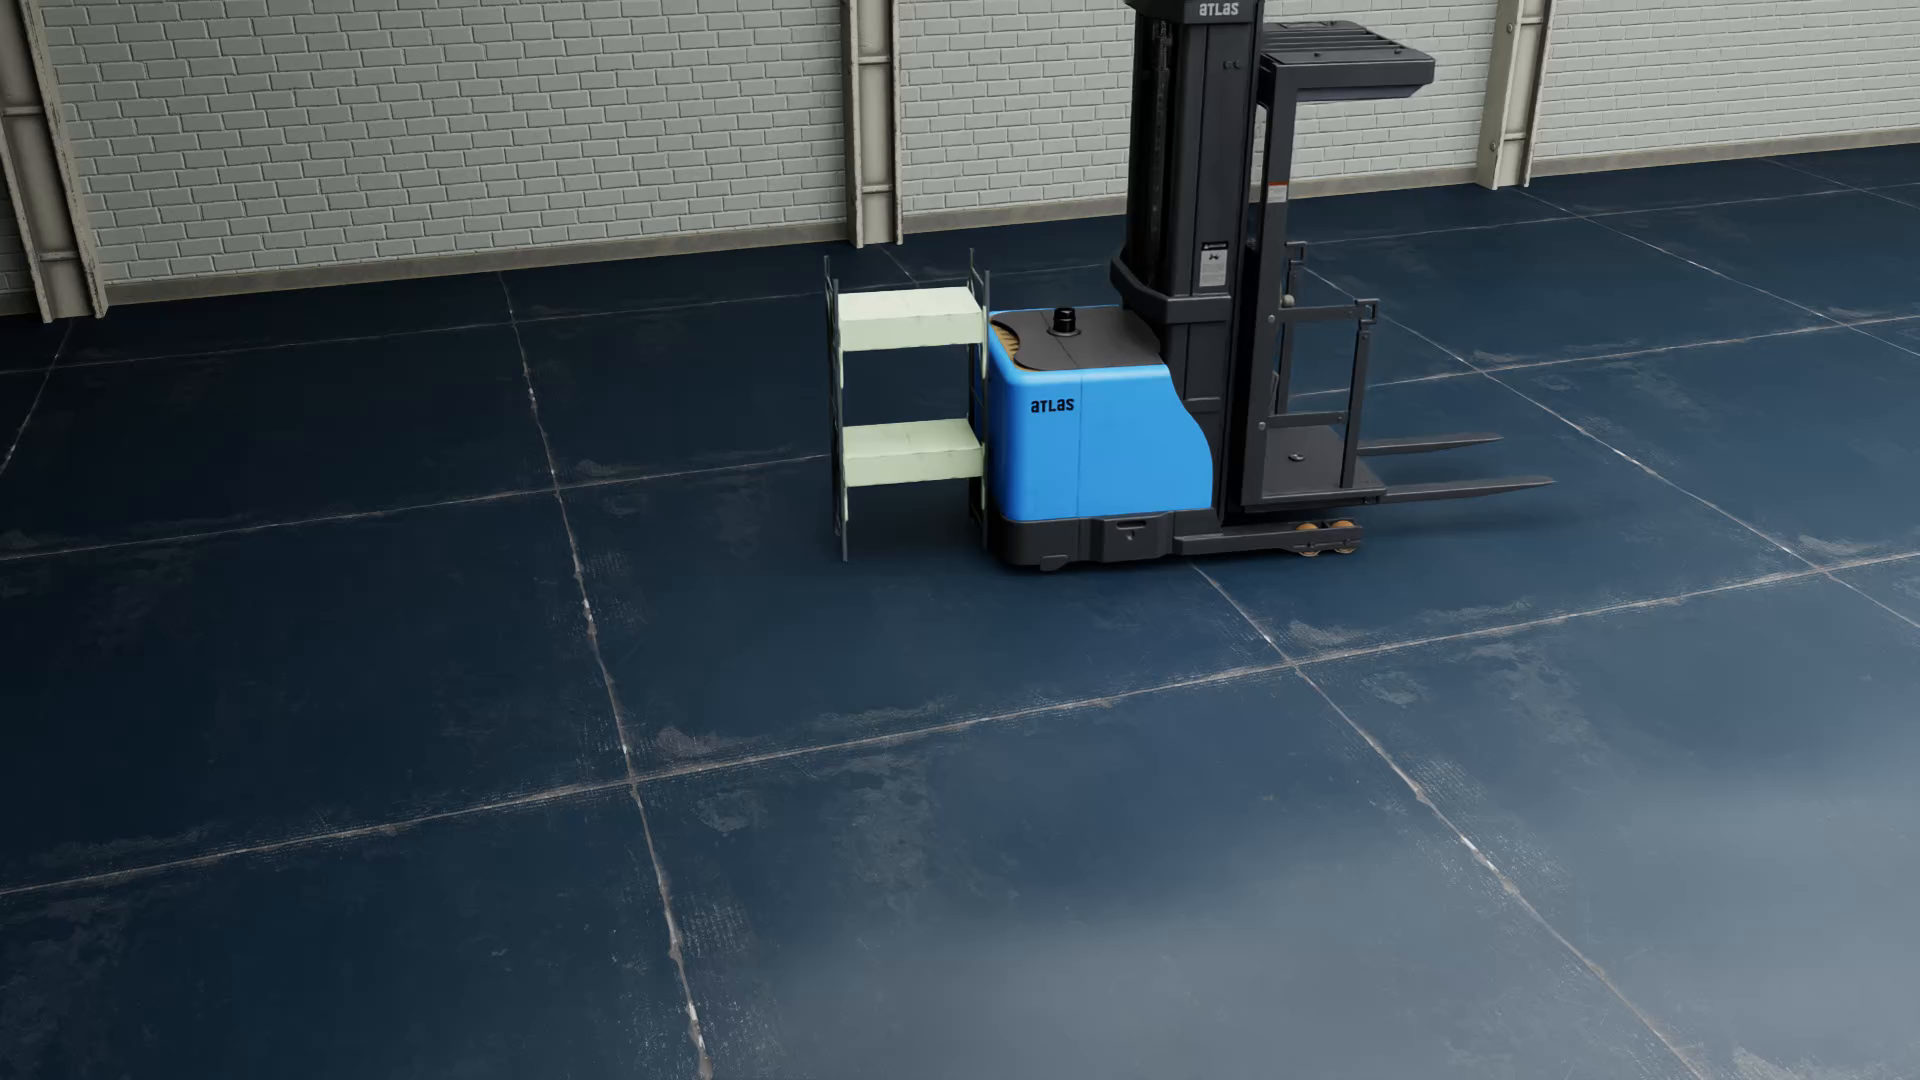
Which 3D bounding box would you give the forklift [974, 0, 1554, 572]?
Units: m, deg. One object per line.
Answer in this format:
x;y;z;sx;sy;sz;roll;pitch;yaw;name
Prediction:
1.625;-1.455;8.384;3.031;2.935;1.130;-4;27;-9;forklift

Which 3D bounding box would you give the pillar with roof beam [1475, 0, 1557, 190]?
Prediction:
6.337;-5.504;9.717;0.400;9.000;9.100;-8;28;-16;pillar with roof beam

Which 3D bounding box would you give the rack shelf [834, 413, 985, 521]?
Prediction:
-0.265;-0.381;8.565;0.720;0.370;0.431;-5;27;-10;rack shelf

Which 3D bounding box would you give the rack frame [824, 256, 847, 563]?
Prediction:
-0.625;-0.643;8.358;0.023;1.500;0.400;-5;27;-10;rack frame

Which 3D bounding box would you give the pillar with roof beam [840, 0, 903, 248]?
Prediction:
0.632;-4.678;8.052;0.400;9.000;9.100;-8;28;-16;pillar with roof beam

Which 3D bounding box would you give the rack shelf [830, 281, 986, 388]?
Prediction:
-0.265;-1.023;8.246;0.720;0.370;0.431;-5;27;-10;rack shelf

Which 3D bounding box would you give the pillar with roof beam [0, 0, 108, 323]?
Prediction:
-5.073;-3.851;6.388;0.400;9.000;9.100;-8;28;-16;pillar with roof beam

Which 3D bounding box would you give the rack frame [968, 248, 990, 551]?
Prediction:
0.094;-0.704;8.481;0.023;1.500;0.400;-5;27;-10;rack frame

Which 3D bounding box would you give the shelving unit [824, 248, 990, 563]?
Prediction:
-0.265;-0.673;8.420;0.755;1.500;0.431;-5;27;-10;shelving unit
